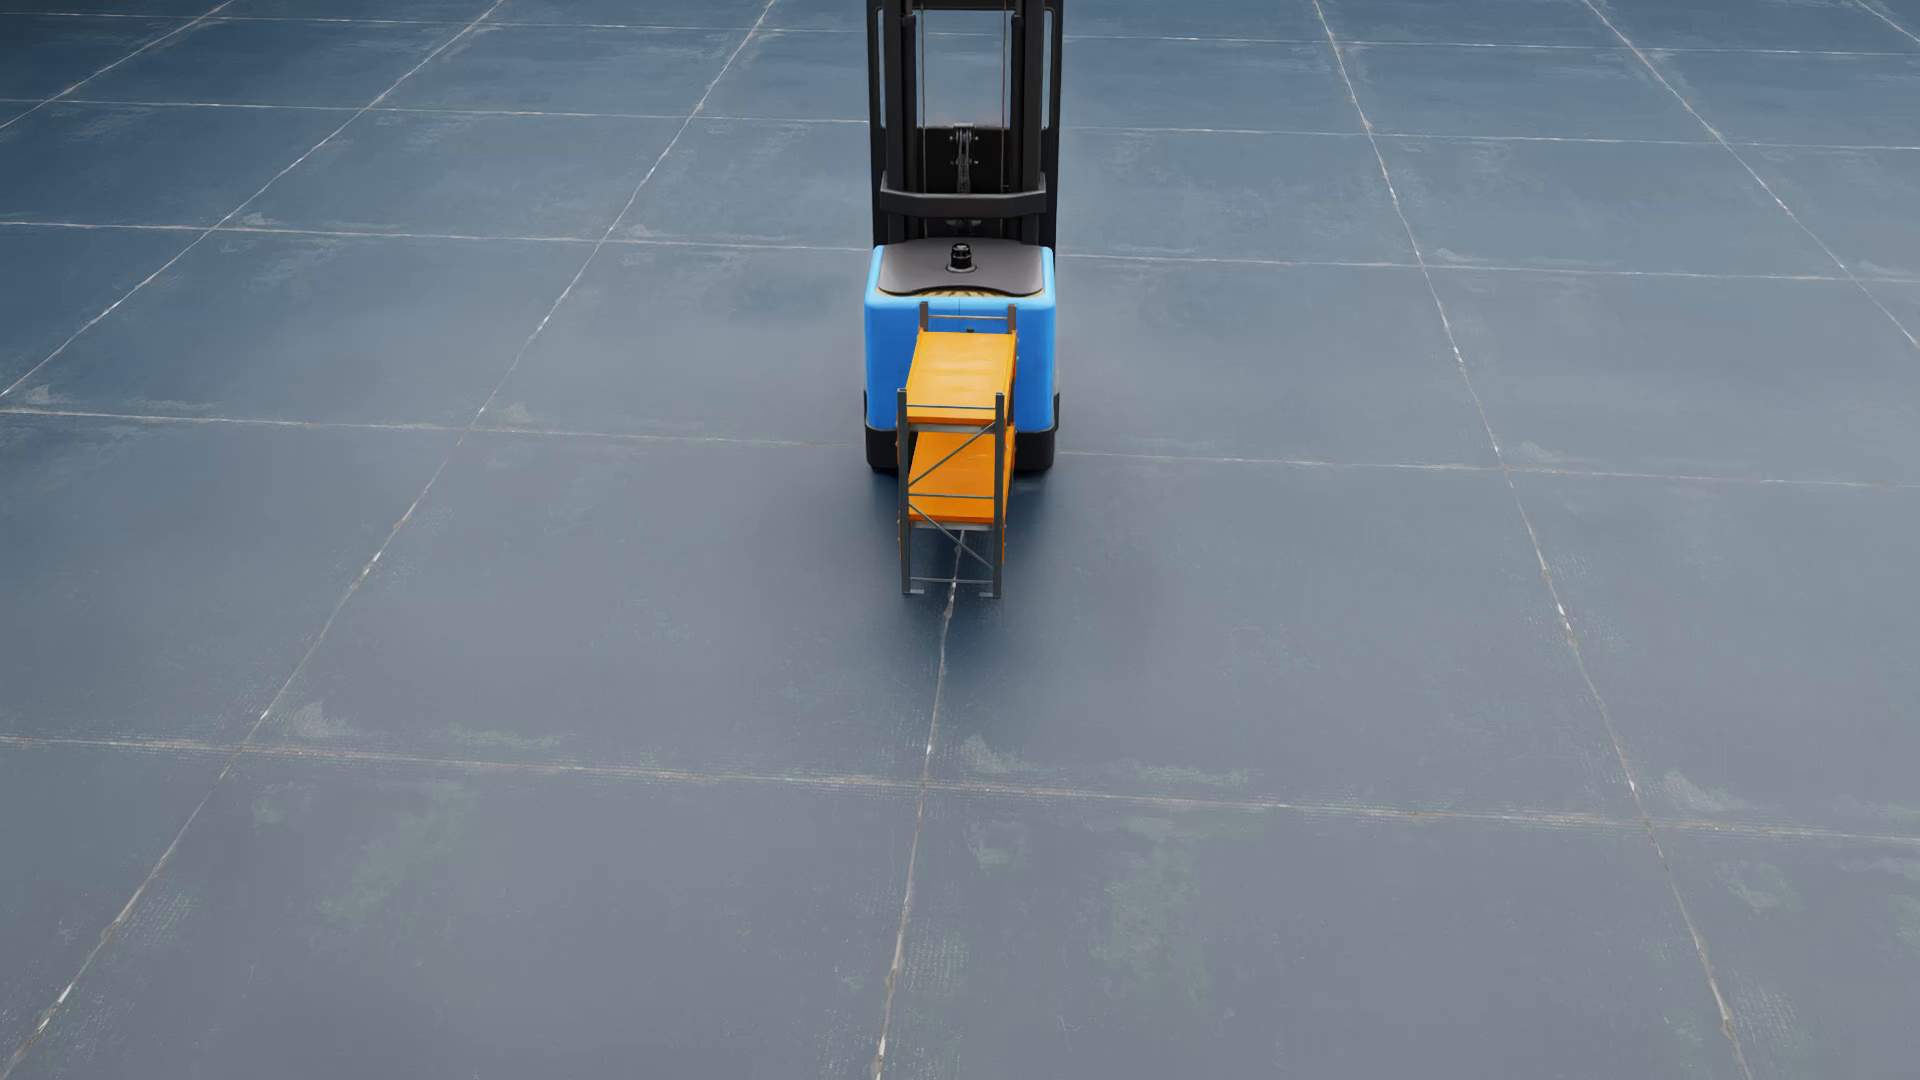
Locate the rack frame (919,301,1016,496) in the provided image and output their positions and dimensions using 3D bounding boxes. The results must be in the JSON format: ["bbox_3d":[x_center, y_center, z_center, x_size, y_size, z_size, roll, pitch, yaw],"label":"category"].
[{"bbox_3d":[0.041,-0.741,8.880,0.500,1.125,0.032,2,32,4],"label":"rack frame"}]

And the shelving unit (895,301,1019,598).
[{"bbox_3d":[-0.001,-0.475,8.449,0.538,1.125,1.048,2,32,4],"label":"shelving unit"}]

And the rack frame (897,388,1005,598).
[{"bbox_3d":[-0.042,-0.210,8.018,0.500,1.125,0.032,2,32,4],"label":"rack frame"}]

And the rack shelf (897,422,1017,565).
[{"bbox_3d":[-0.001,-0.267,8.577,0.538,0.278,1.000,2,32,4],"label":"rack shelf"}]

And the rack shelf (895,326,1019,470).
[{"bbox_3d":[-0.001,-0.725,8.296,0.538,0.278,1.000,2,32,4],"label":"rack shelf"}]

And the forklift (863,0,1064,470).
[{"bbox_3d":[0.033,-2.374,9.809,1.130,2.935,3.031,1,32,1],"label":"forklift"}]
